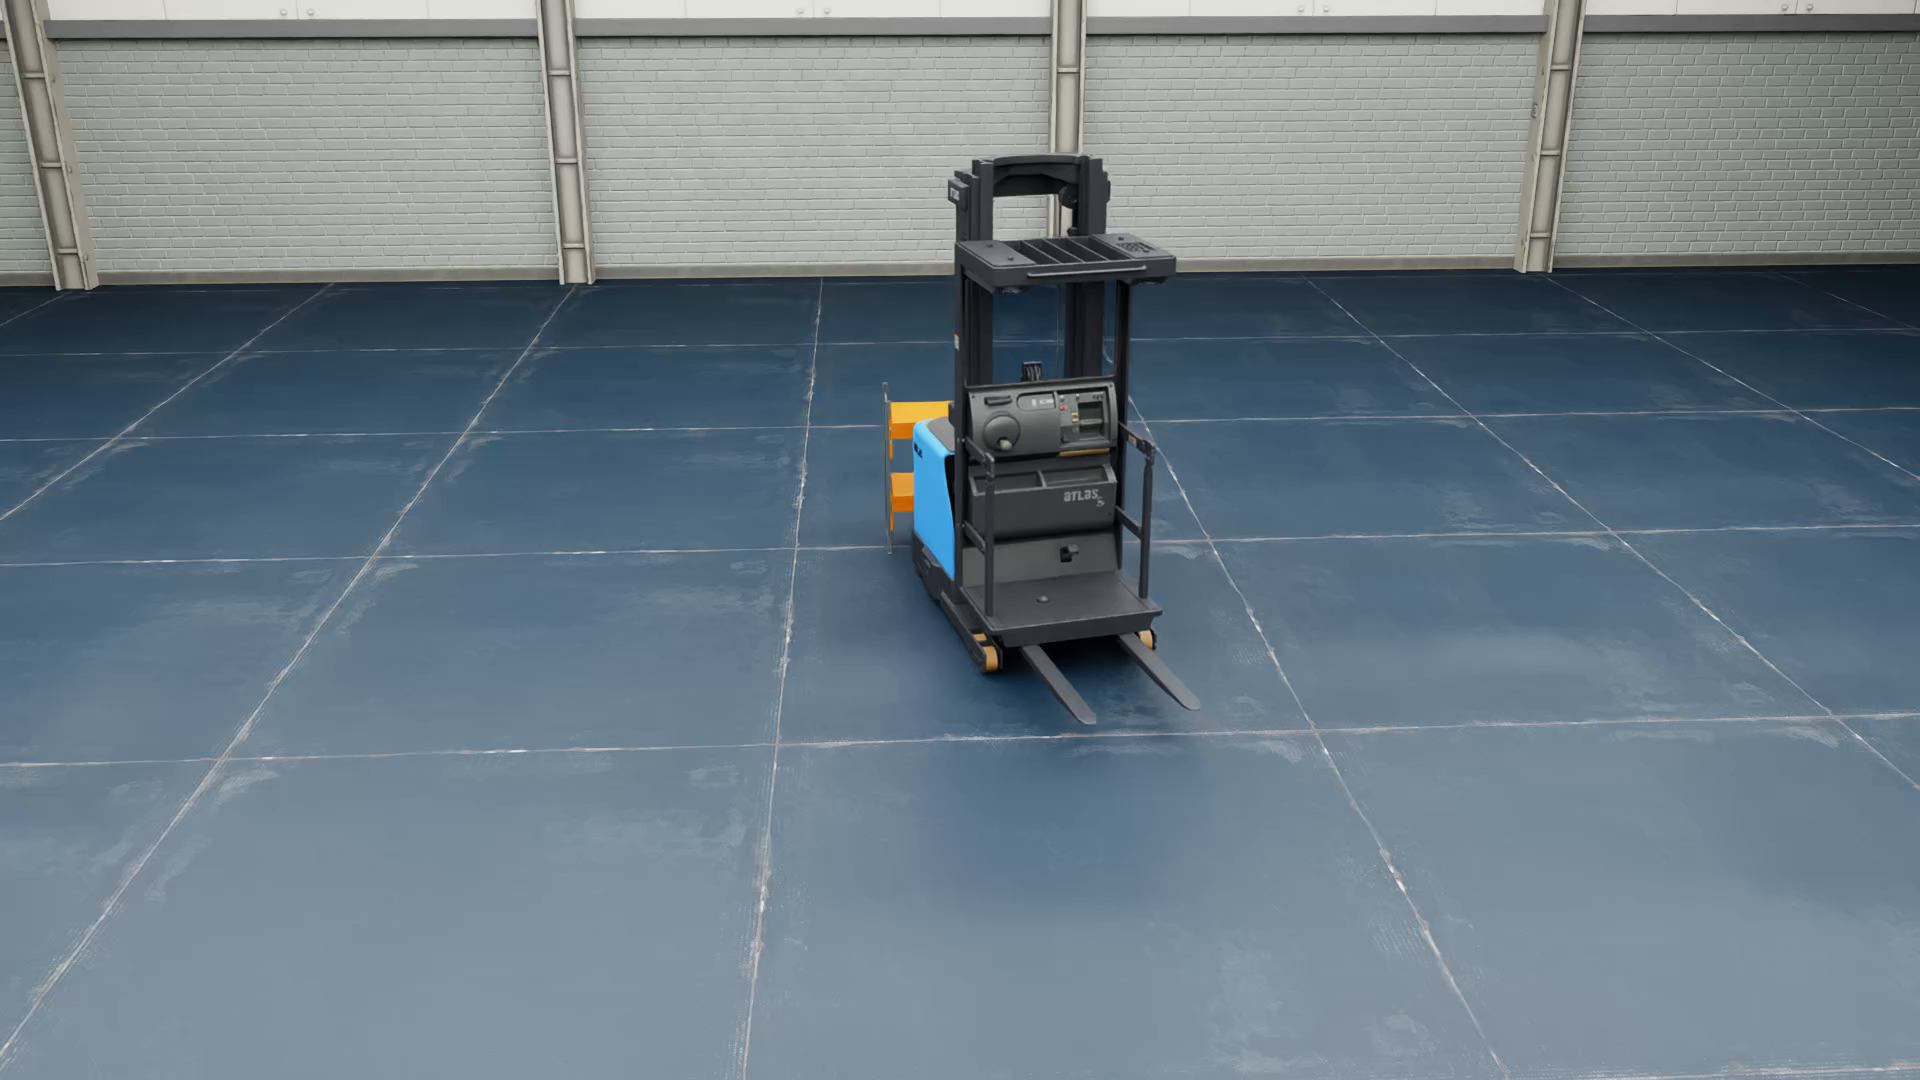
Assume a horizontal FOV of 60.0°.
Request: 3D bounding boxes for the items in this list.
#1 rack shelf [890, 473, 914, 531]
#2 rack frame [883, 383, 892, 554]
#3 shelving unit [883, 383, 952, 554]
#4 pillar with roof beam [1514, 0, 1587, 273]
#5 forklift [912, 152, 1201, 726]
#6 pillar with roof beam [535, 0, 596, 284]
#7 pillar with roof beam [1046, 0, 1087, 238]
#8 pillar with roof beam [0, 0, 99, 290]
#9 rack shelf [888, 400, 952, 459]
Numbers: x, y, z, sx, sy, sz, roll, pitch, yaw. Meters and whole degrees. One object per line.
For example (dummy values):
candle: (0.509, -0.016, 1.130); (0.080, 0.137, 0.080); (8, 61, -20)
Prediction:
rack shelf: (-0.012, -0.301, 12.017); (1.000, 0.278, 0.538); (-2, 21, -4)
rack frame: (-0.519, -0.515, 11.892); (0.032, 1.125, 0.500); (-2, 21, -4)
shelving unit: (-0.012, -0.529, 11.930); (1.048, 1.125, 0.538); (-2, 21, -4)
pillar with roof beam: (7.519, -6.107, 15.514); (0.400, 9.000, 9.100); (-1, 21, -3)
forklift: (0.571, -0.723, 9.900); (1.130, 2.935, 3.031); (-6, 22, -15)
pillar with roof beam: (-4.461, -5.863, 14.874); (0.400, 9.000, 9.100); (-1, 21, -3)
pillar with roof beam: (1.529, -5.985, 15.194); (0.400, 9.000, 9.100); (-1, 21, -3)
pillar with roof beam: (-10.451, -5.741, 14.554); (0.400, 9.000, 9.100); (-1, 21, -3)
rack shelf: (-0.012, -0.803, 11.826); (1.000, 0.278, 0.538); (-2, 21, -4)
